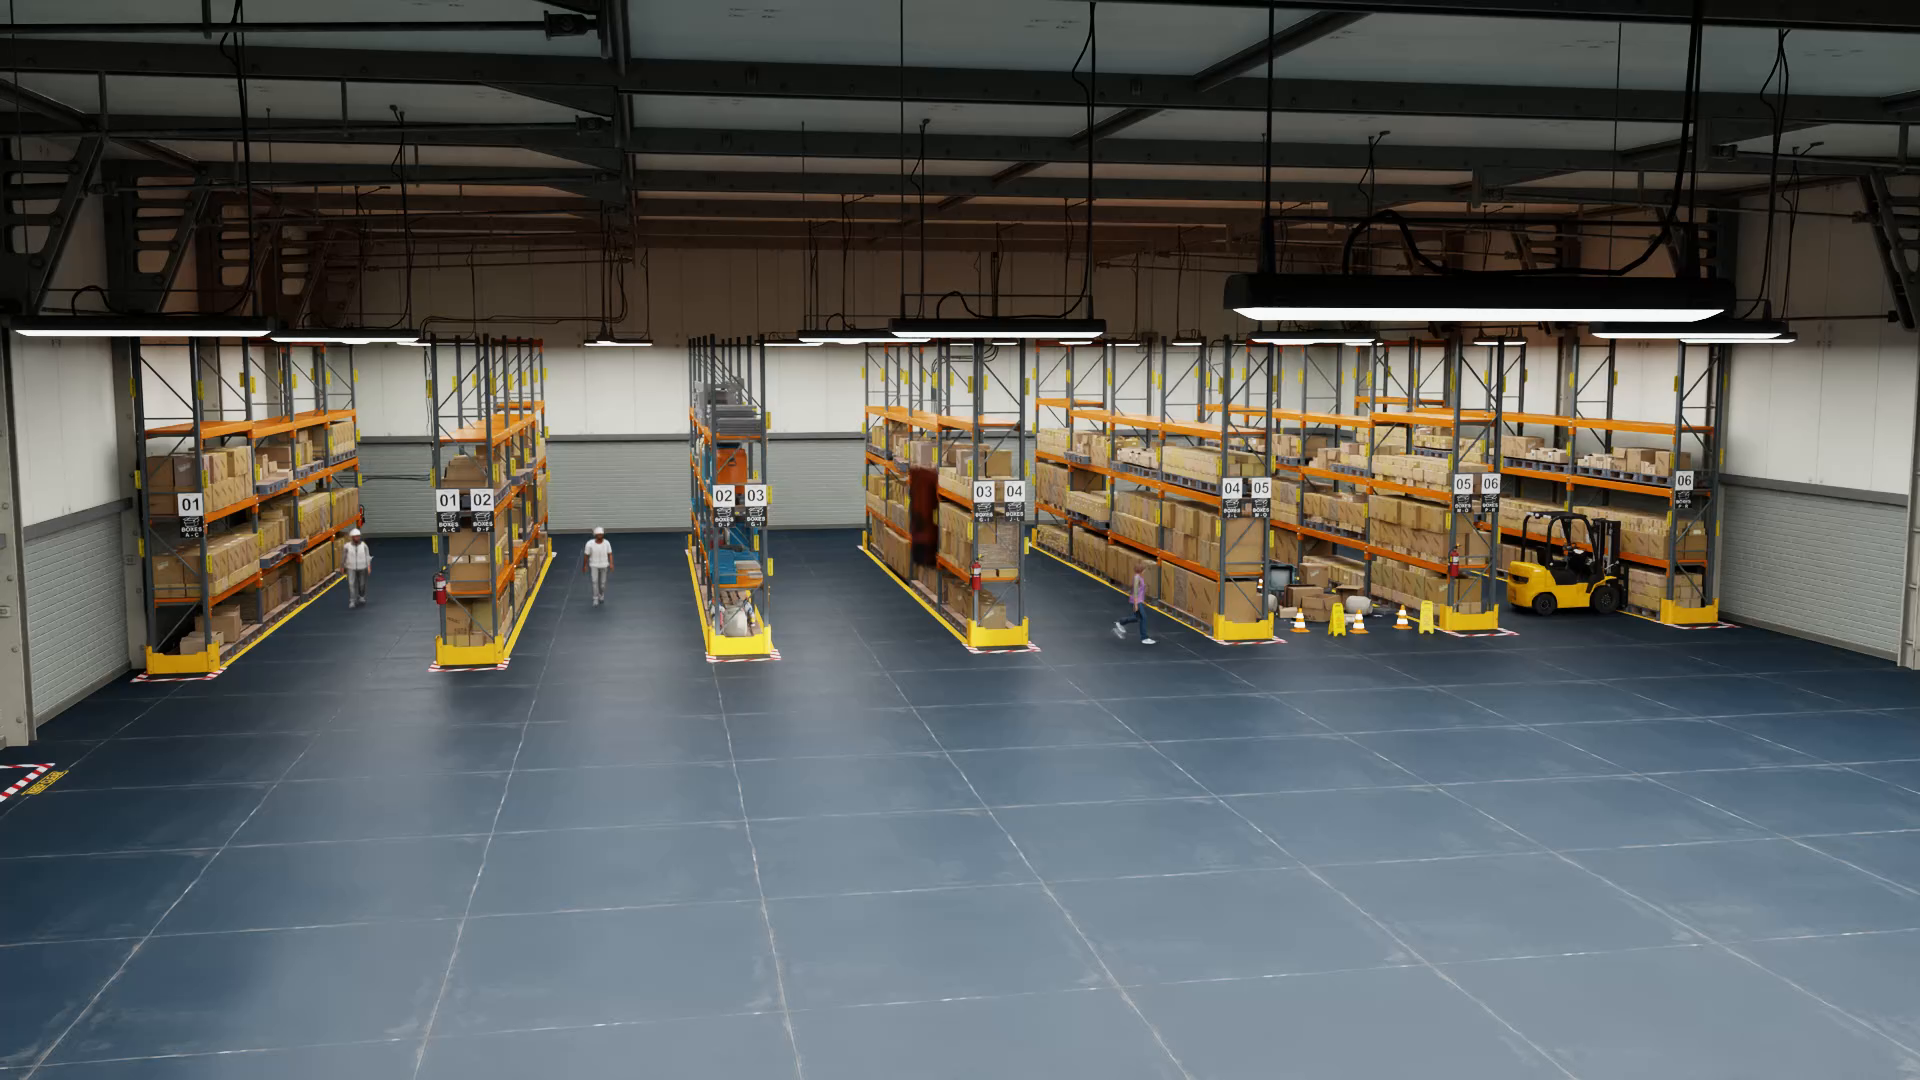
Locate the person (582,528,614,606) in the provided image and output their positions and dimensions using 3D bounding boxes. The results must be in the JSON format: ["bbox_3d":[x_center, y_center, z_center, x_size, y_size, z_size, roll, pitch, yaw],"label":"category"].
[{"bbox_3d":[-8.119,0.573,37.310,0.669,1.695,1.067,-2,7,-20],"label":"person"}]

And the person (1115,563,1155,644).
[{"bbox_3d":[3.431,1.218,32.488,0.797,1.562,0.455,1,7,10],"label":"person"}]

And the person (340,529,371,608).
[{"bbox_3d":[-13.474,0.611,37.044,0.640,1.715,1.079,-2,7,-20],"label":"person"}]
